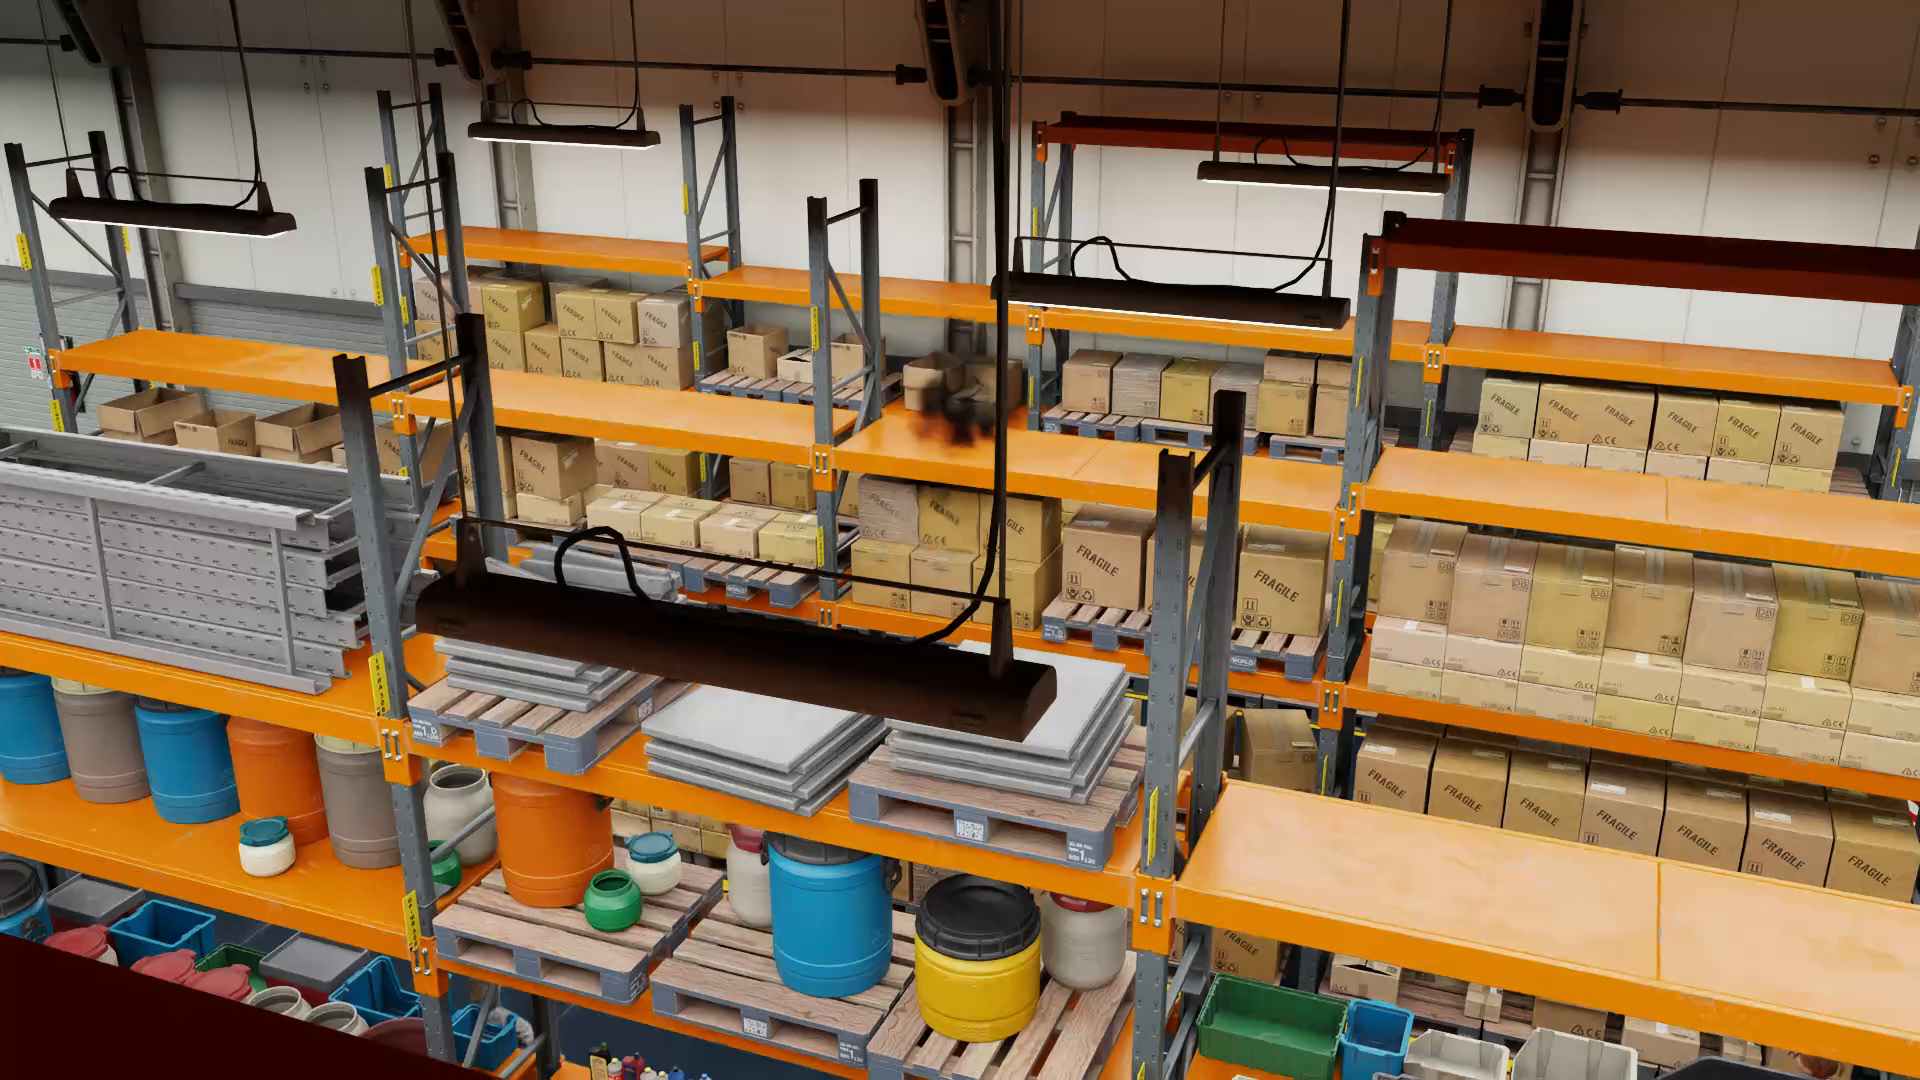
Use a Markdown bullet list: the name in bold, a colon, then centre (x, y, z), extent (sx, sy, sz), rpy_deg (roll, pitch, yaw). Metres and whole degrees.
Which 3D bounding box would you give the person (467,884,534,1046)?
- **person**: centre (-3.166, 2.914, 11.483), extent (0.802, 1.775, 0.680), rpy_deg (7, 22, 19)

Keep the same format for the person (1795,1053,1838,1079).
- **person**: centre (5.201, 3.799, 10.247), extent (0.510, 1.538, 0.594), rpy_deg (2, 21, 4)
